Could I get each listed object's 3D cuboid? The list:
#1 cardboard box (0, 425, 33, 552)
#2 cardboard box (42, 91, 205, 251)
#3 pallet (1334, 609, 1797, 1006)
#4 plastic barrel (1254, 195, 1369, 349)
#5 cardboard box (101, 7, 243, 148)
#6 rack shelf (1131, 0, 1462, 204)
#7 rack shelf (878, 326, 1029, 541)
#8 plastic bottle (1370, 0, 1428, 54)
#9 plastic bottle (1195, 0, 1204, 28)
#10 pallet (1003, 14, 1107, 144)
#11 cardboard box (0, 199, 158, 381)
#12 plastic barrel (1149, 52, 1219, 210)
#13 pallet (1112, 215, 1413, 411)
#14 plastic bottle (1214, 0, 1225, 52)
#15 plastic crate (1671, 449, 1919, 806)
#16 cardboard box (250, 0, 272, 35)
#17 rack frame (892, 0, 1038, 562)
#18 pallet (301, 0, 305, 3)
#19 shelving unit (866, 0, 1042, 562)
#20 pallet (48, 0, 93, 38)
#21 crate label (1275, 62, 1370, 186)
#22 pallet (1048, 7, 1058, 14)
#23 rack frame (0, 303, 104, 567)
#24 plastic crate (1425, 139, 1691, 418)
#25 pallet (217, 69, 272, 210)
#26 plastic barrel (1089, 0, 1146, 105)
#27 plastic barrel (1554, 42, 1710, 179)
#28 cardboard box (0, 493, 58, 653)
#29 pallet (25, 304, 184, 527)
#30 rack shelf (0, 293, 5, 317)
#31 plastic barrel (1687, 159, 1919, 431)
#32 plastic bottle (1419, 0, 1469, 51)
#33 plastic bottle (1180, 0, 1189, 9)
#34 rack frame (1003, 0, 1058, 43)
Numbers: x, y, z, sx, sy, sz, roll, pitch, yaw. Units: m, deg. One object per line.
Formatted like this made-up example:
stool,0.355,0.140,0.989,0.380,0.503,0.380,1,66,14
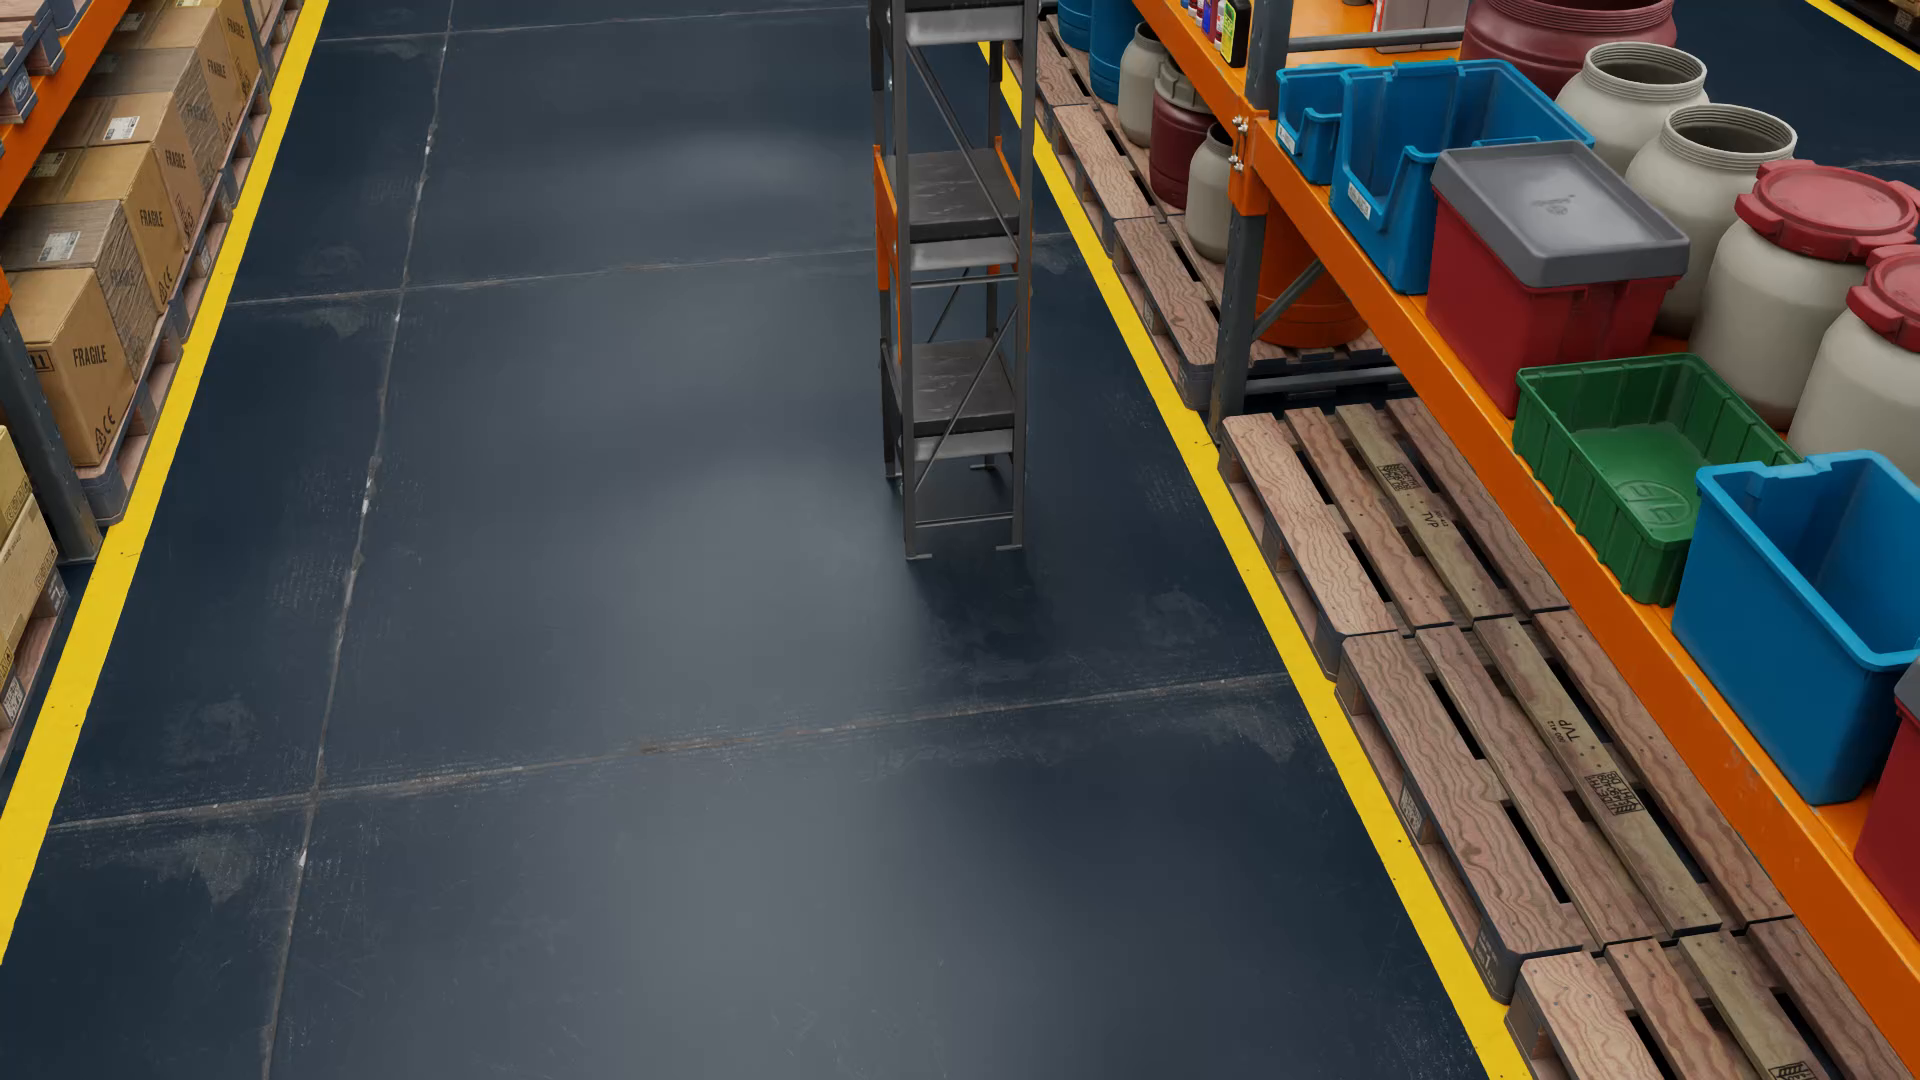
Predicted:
cardboard box,-3.106,-0.104,4.880,0.500,0.311,0.500,-5,38,-7
cardboard box,-3.515,-1.518,6.938,0.500,0.500,0.500,-7,38,-9
pallet,1.745,0.686,4.695,1.003,0.211,1.213,-6,38,-8
plastic barrel,1.335,-1.225,6.309,0.600,0.830,0.708,-6,38,-8
cardboard box,-3.694,-2.128,7.723,0.500,0.500,0.500,-6,38,-8
rack shelf,1.087,-2.546,7.169,1.077,0.370,4.000,-6,38,-8
rack shelf,-0.029,-0.366,5.672,0.431,0.518,0.480,-6,38,-8
plastic bottle,1.530,-1.853,5.792,0.152,0.276,0.135,-6,38,-8
plastic bottle,0.904,-1.954,5.982,0.097,0.201,0.097,0,38,0
pallet,0.830,-2.467,8.753,1.003,0.211,1.213,-6,38,-8
cardboard box,-3.336,-0.900,6.142,0.500,0.500,0.500,-8,38,-10
plastic barrel,1.137,-1.812,7.261,0.600,0.588,0.708,-6,38,-8
pallet,1.258,-0.993,6.856,1.003,0.211,1.213,-6,38,-8
plastic bottle,0.944,-1.814,5.802,0.097,0.201,0.097,0,38,0
plastic crate,1.639,0.167,3.103,0.392,0.384,0.575,-6,38,-8
cardboard box,-4.002,-2.897,8.867,0.500,0.311,0.500,-6,38,-8
rack frame,0.014,-0.782,5.045,0.400,2.100,0.015,-6,38,-8
pallet,-4.478,-3.560,10.161,1.003,0.211,1.213,-6,38,-8
shelving unit,-0.029,-0.929,5.235,0.431,2.100,0.503,-6,38,-8
pallet,-3.785,-2.190,6.281,1.003,0.211,1.213,-6,38,-8
crate label,1.142,-1.262,5.066,0.303,0.233,0.416,-6,38,-8
pallet,0.569,-3.377,9.925,1.003,0.211,1.213,-6,38,-8
rack frame,-3.440,-1.092,4.711,1.000,3.000,0.127,-6,38,-8
plastic crate,1.419,-0.639,4.075,0.402,0.464,0.583,-6,38,-8
pallet,-3.961,-1.920,8.049,1.003,0.211,1.213,-6,38,-8
plastic barrel,0.939,-2.618,8.043,0.600,0.901,0.708,-6,38,-8
plastic barrel,1.828,-1.068,4.589,0.421,0.512,0.421,0,38,0
cardboard box,-3.108,0.119,5.050,0.500,0.250,0.500,-5,38,-7
pallet,-3.534,-0.446,6.152,1.003,0.211,1.213,-6,38,-8
rack shelf,-3.089,0.400,3.377,1.077,0.370,4.000,-6,38,-8
plastic barrel,1.982,-0.566,3.923,0.433,0.535,0.433,0,38,0
plastic bottle,1.680,-1.870,5.813,0.152,0.276,0.135,-6,38,-8
plastic bottle,0.870,-2.099,6.112,0.097,0.271,0.097,0,38,0
rack frame,0.736,-4.039,8.503,1.000,3.000,0.127,-6,38,-8
